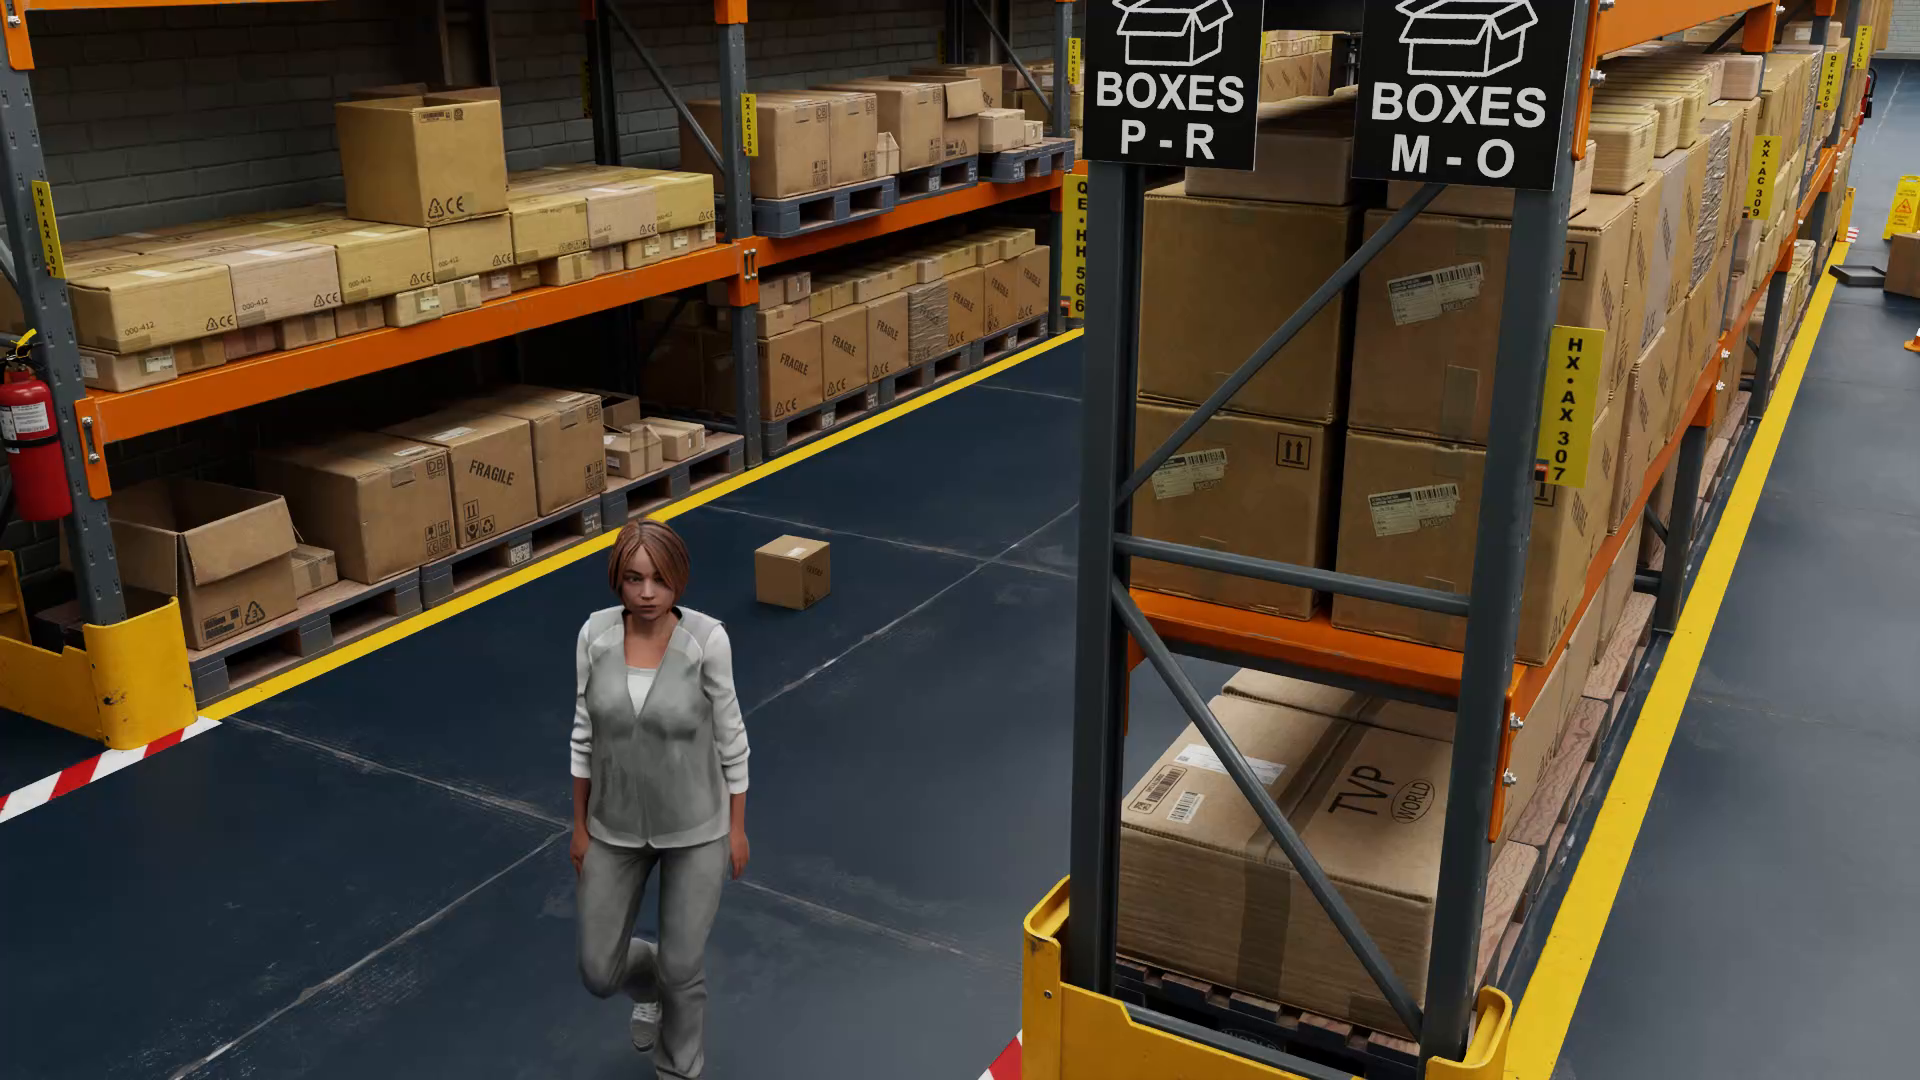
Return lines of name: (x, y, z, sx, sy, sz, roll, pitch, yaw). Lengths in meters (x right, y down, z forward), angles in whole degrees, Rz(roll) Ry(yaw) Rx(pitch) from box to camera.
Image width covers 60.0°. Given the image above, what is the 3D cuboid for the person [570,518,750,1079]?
person: (-0.733, 0.704, 4.064, 0.449, 1.587, 0.500, 1, 20, 3)
